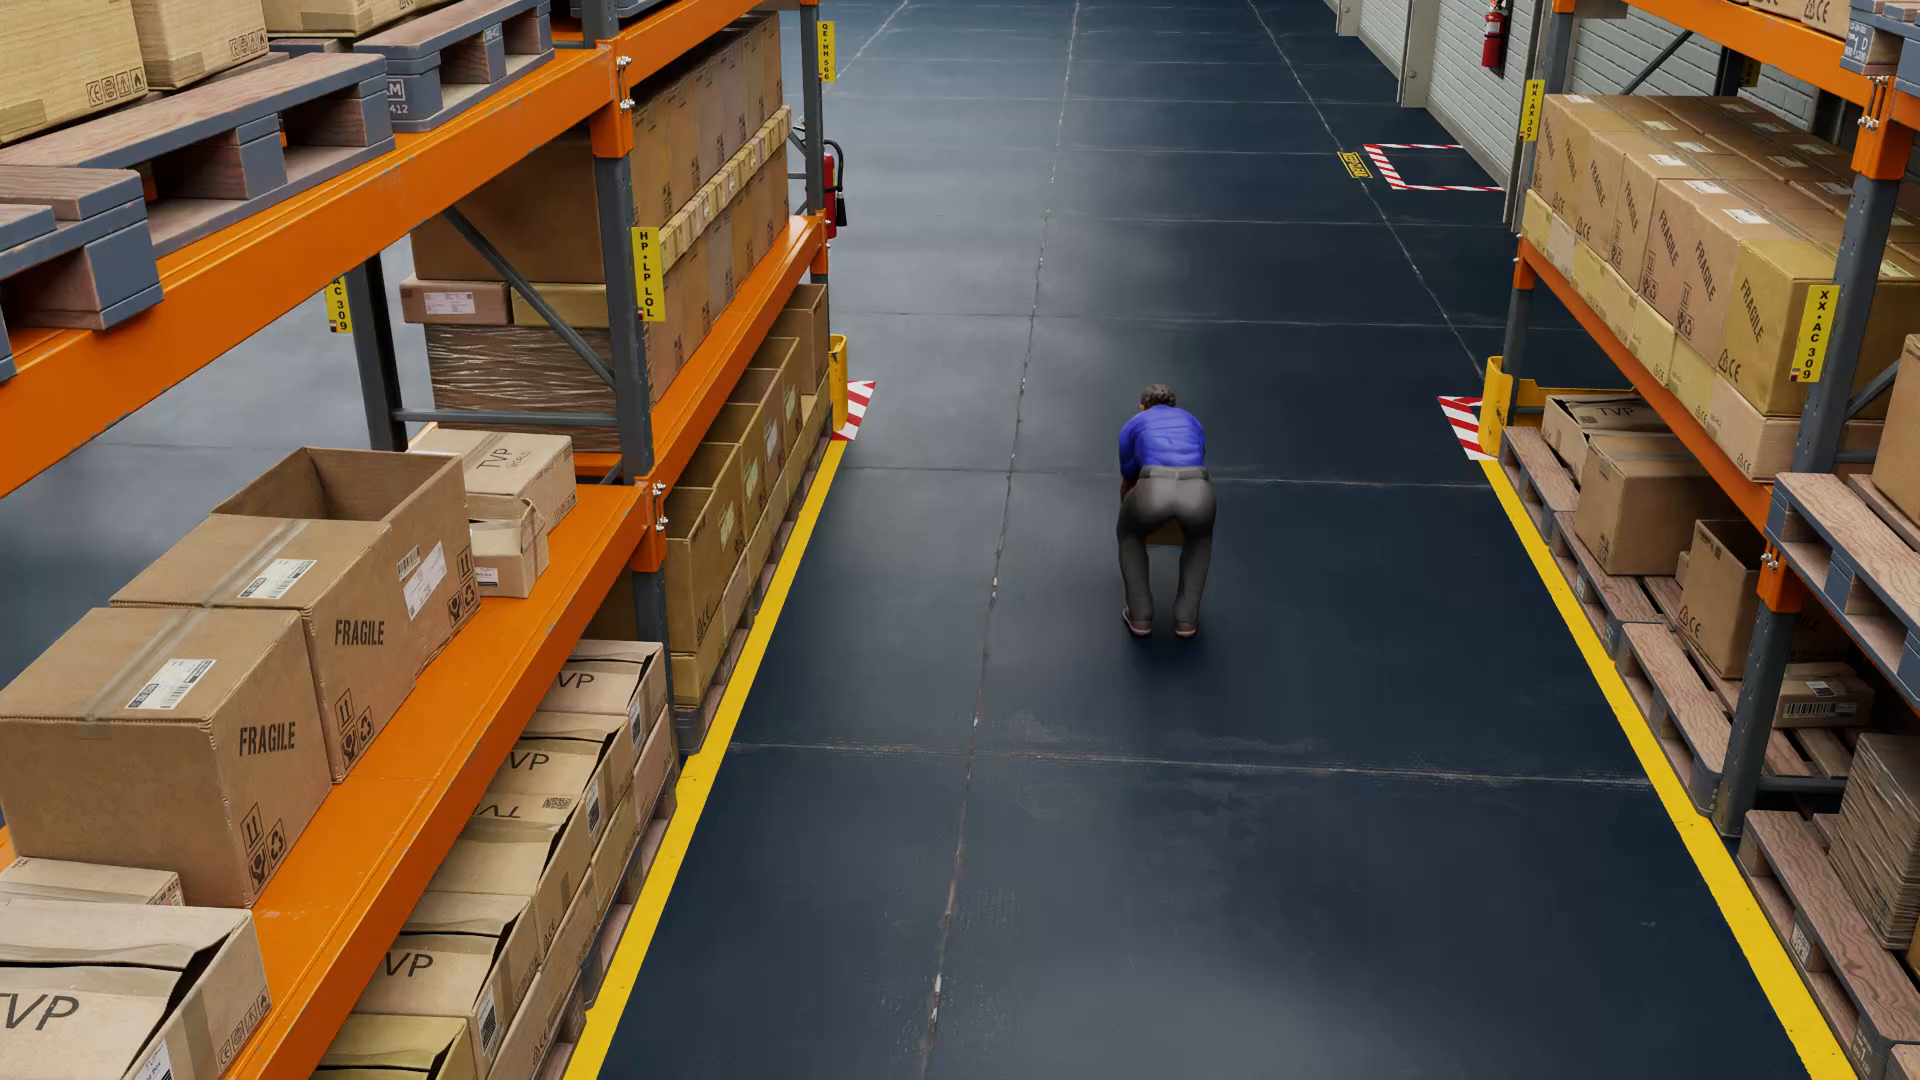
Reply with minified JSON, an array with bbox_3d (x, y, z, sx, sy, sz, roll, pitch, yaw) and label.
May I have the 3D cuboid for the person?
[{"bbox_3d":[0.926,-0.147,7.681,0.406,1.035,0.726,1,25,1],"label":"person"}]
